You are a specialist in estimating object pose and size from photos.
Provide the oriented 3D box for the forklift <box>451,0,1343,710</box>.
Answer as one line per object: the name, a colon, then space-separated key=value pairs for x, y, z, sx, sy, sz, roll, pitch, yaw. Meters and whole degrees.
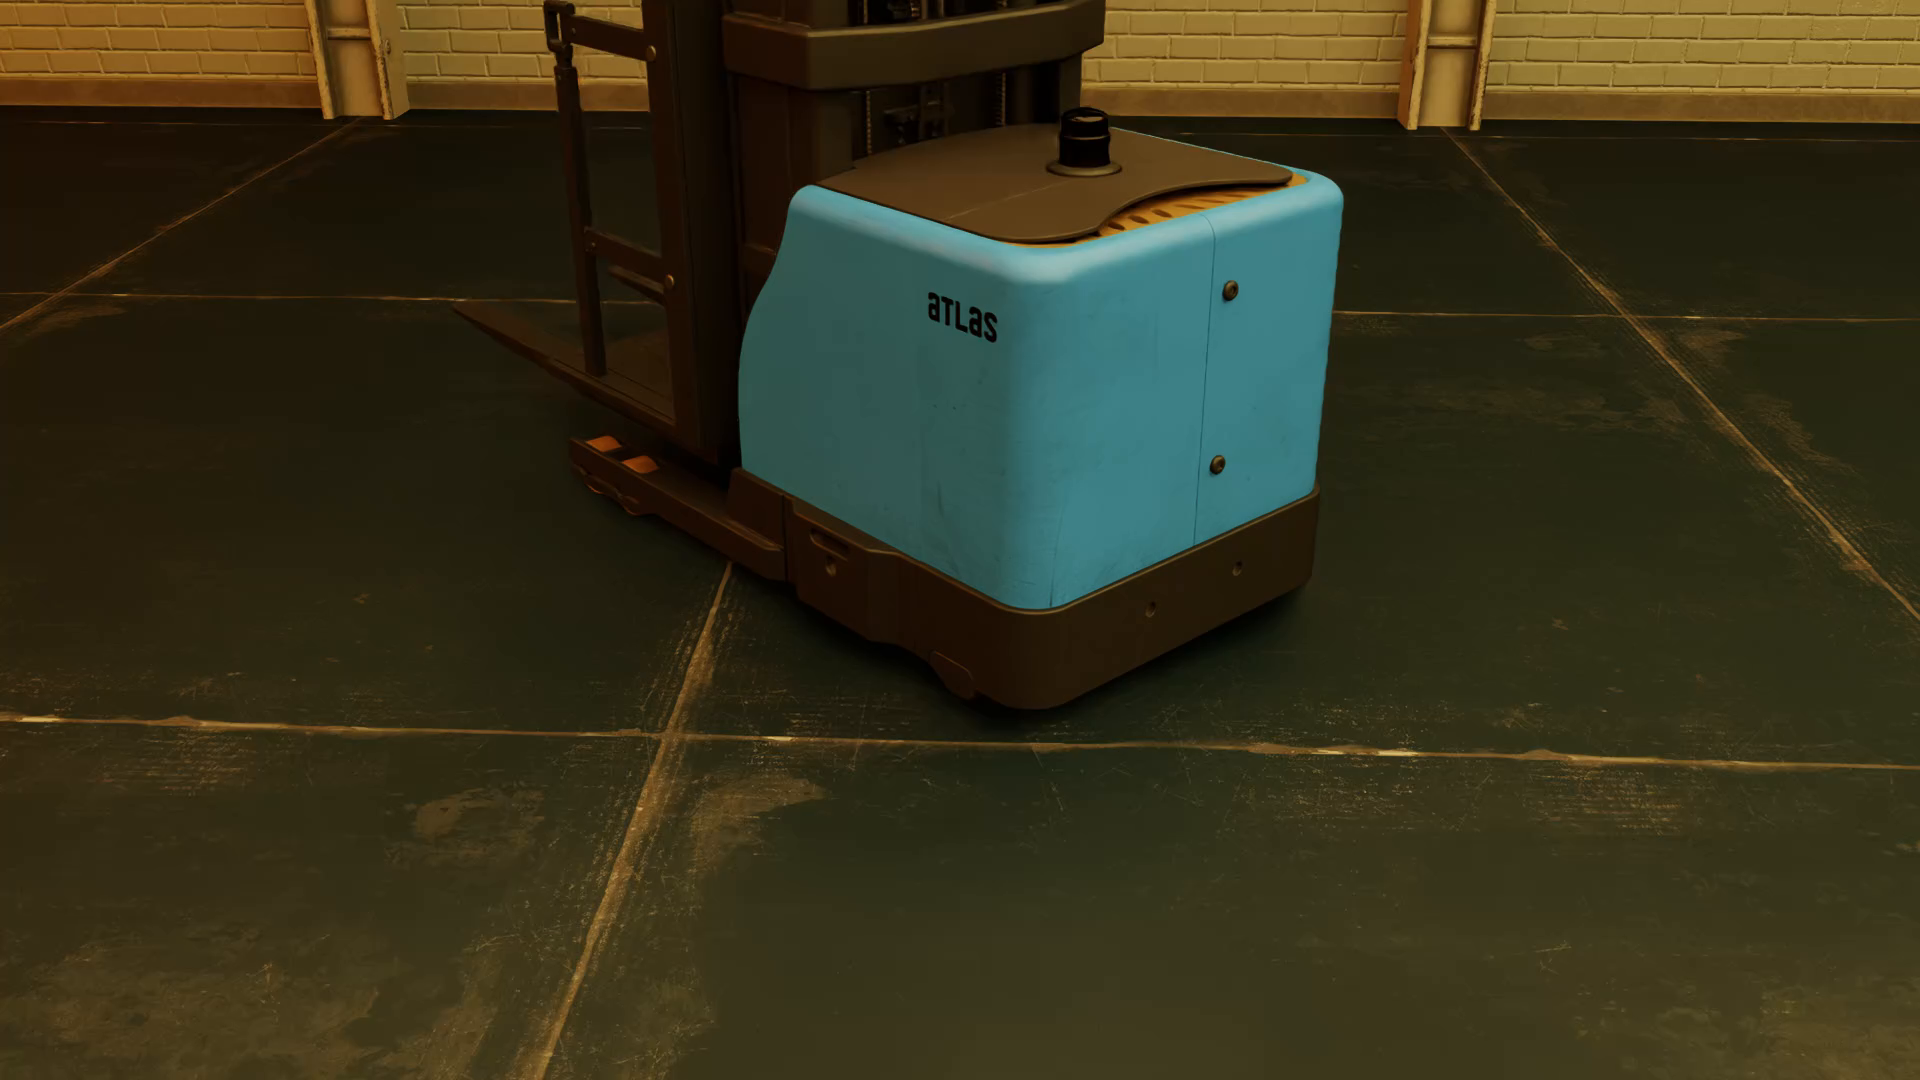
forklift: x=-0.470 y=-1.515 z=4.279 sx=1.130 sy=2.935 sz=3.031 roll=-22 pitch=33 yaw=-37
